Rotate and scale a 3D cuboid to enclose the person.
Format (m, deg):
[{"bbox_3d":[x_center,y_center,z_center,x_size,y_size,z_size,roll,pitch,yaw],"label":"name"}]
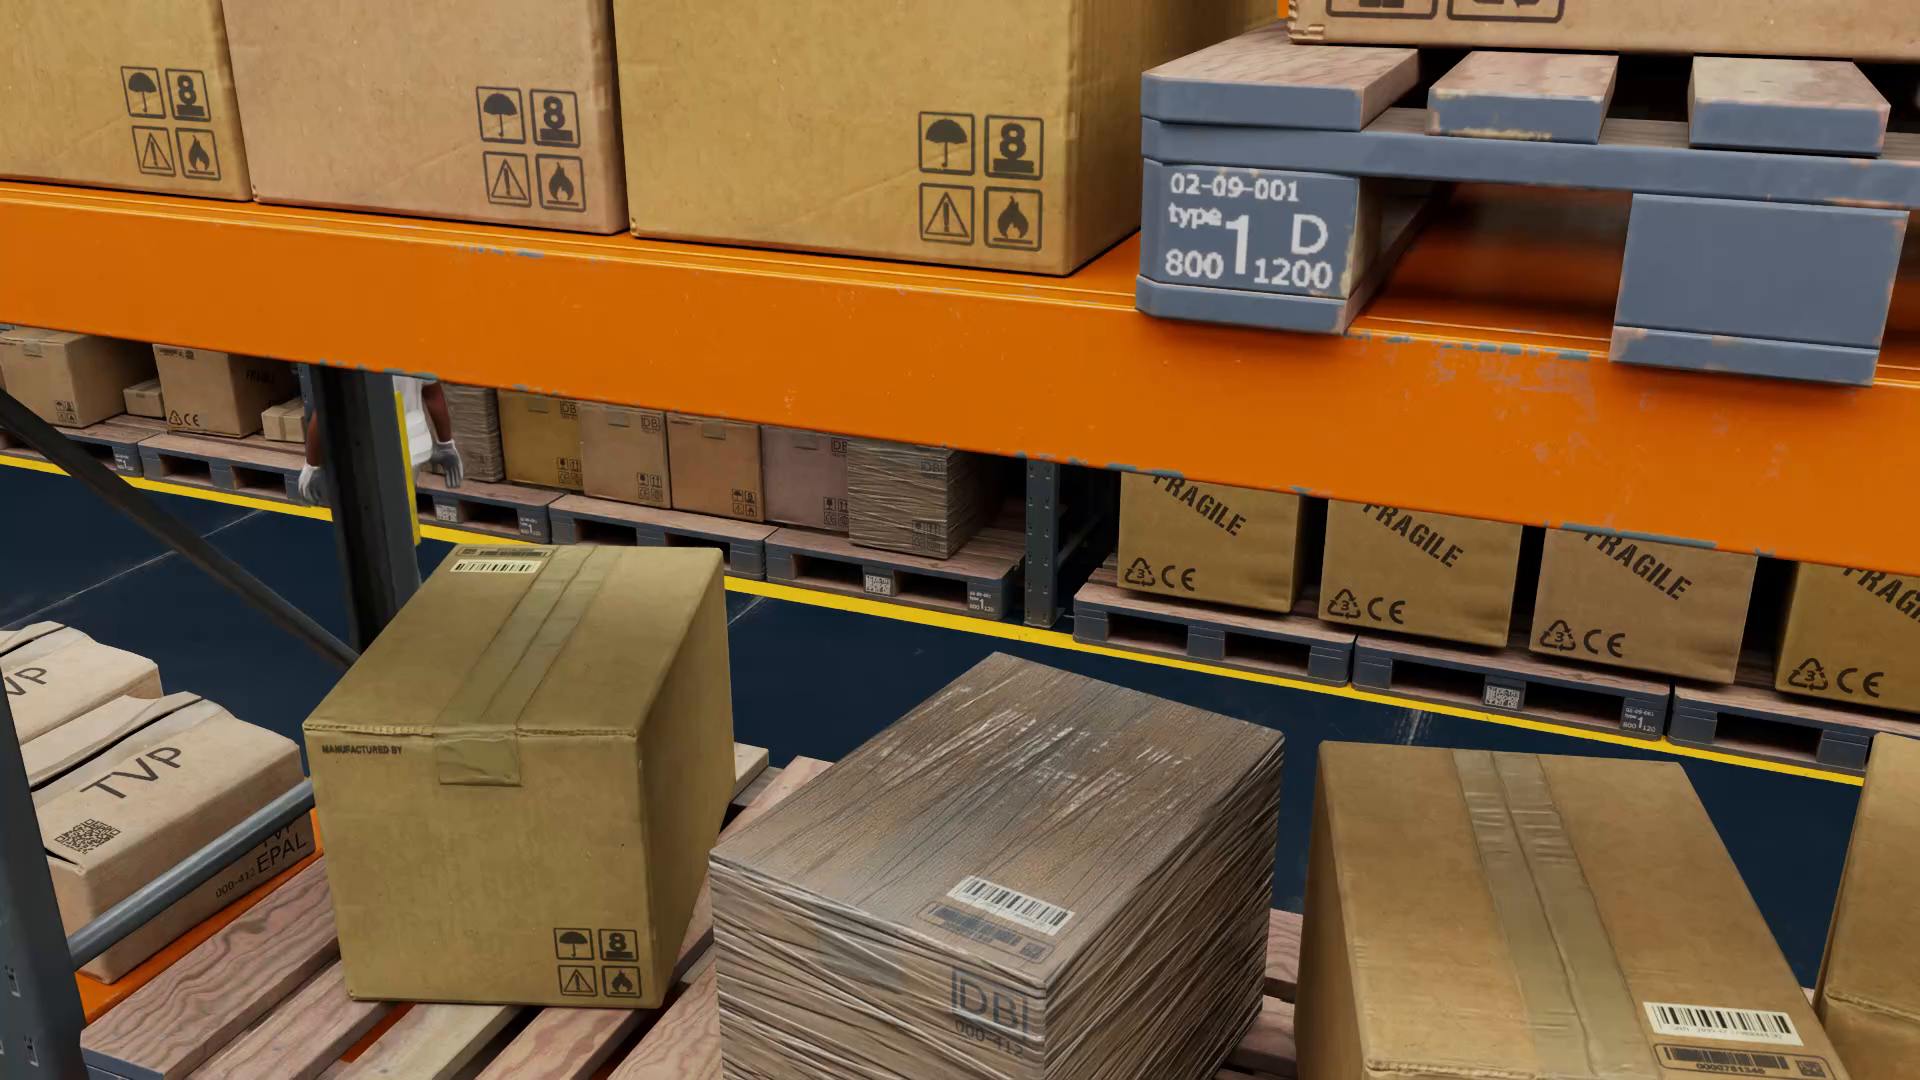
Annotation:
[{"bbox_3d":[-2.425,-0.306,6.857,0.626,1.846,0.602,12,25,27],"label":"person"}]
